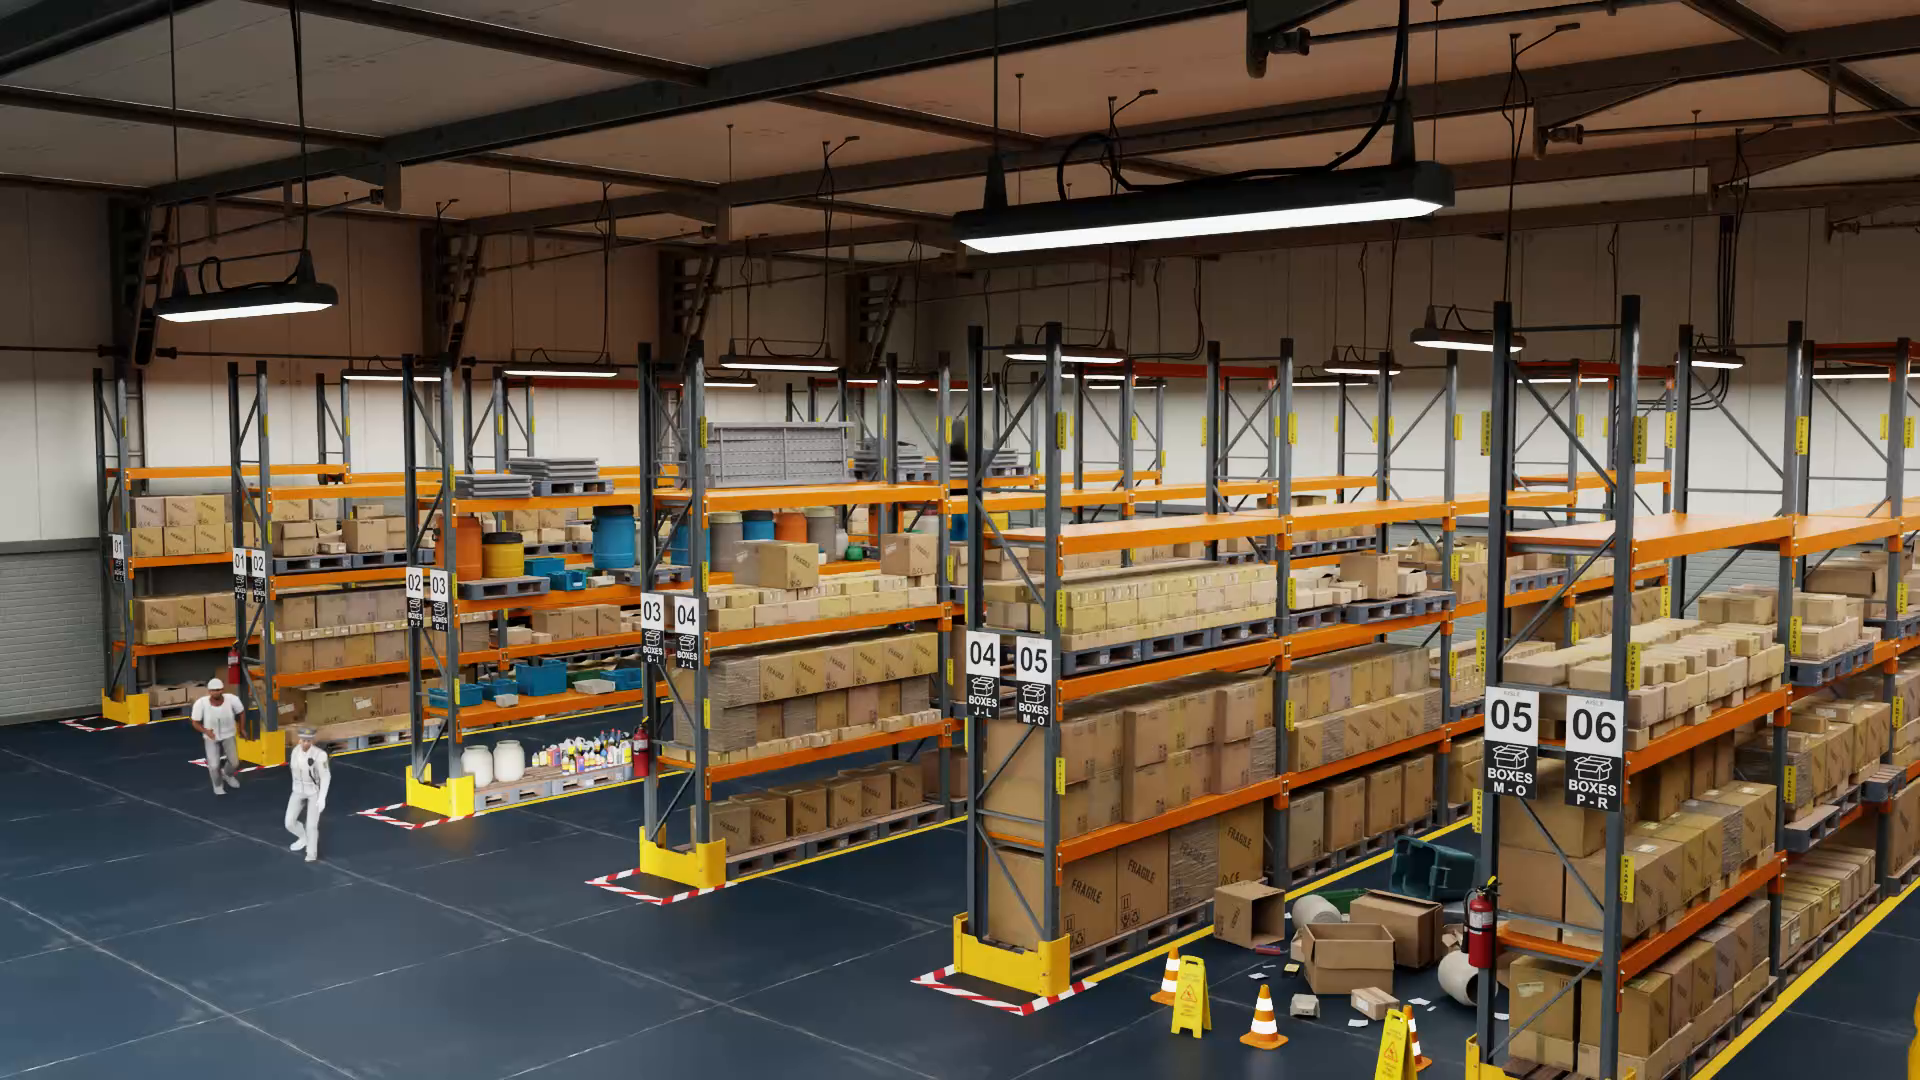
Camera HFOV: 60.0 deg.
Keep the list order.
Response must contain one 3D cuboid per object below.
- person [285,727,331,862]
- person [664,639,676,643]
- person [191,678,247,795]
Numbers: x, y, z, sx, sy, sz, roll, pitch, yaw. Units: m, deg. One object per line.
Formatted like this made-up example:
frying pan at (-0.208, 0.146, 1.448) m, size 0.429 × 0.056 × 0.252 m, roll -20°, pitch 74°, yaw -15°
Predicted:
person at (-7.571, 2.943, 19.321) m, size 0.641 × 1.621 × 0.563 m, roll 1°, pitch 4°, yaw 7°
person at (-5.858, 1.897, 33.150) m, size 0.690 × 1.667 × 0.876 m, roll 2°, pitch 5°, yaw 21°
person at (-10.092, 2.678, 22.663) m, size 0.692 × 1.645 × 0.768 m, roll -2°, pitch 5°, yaw -27°
